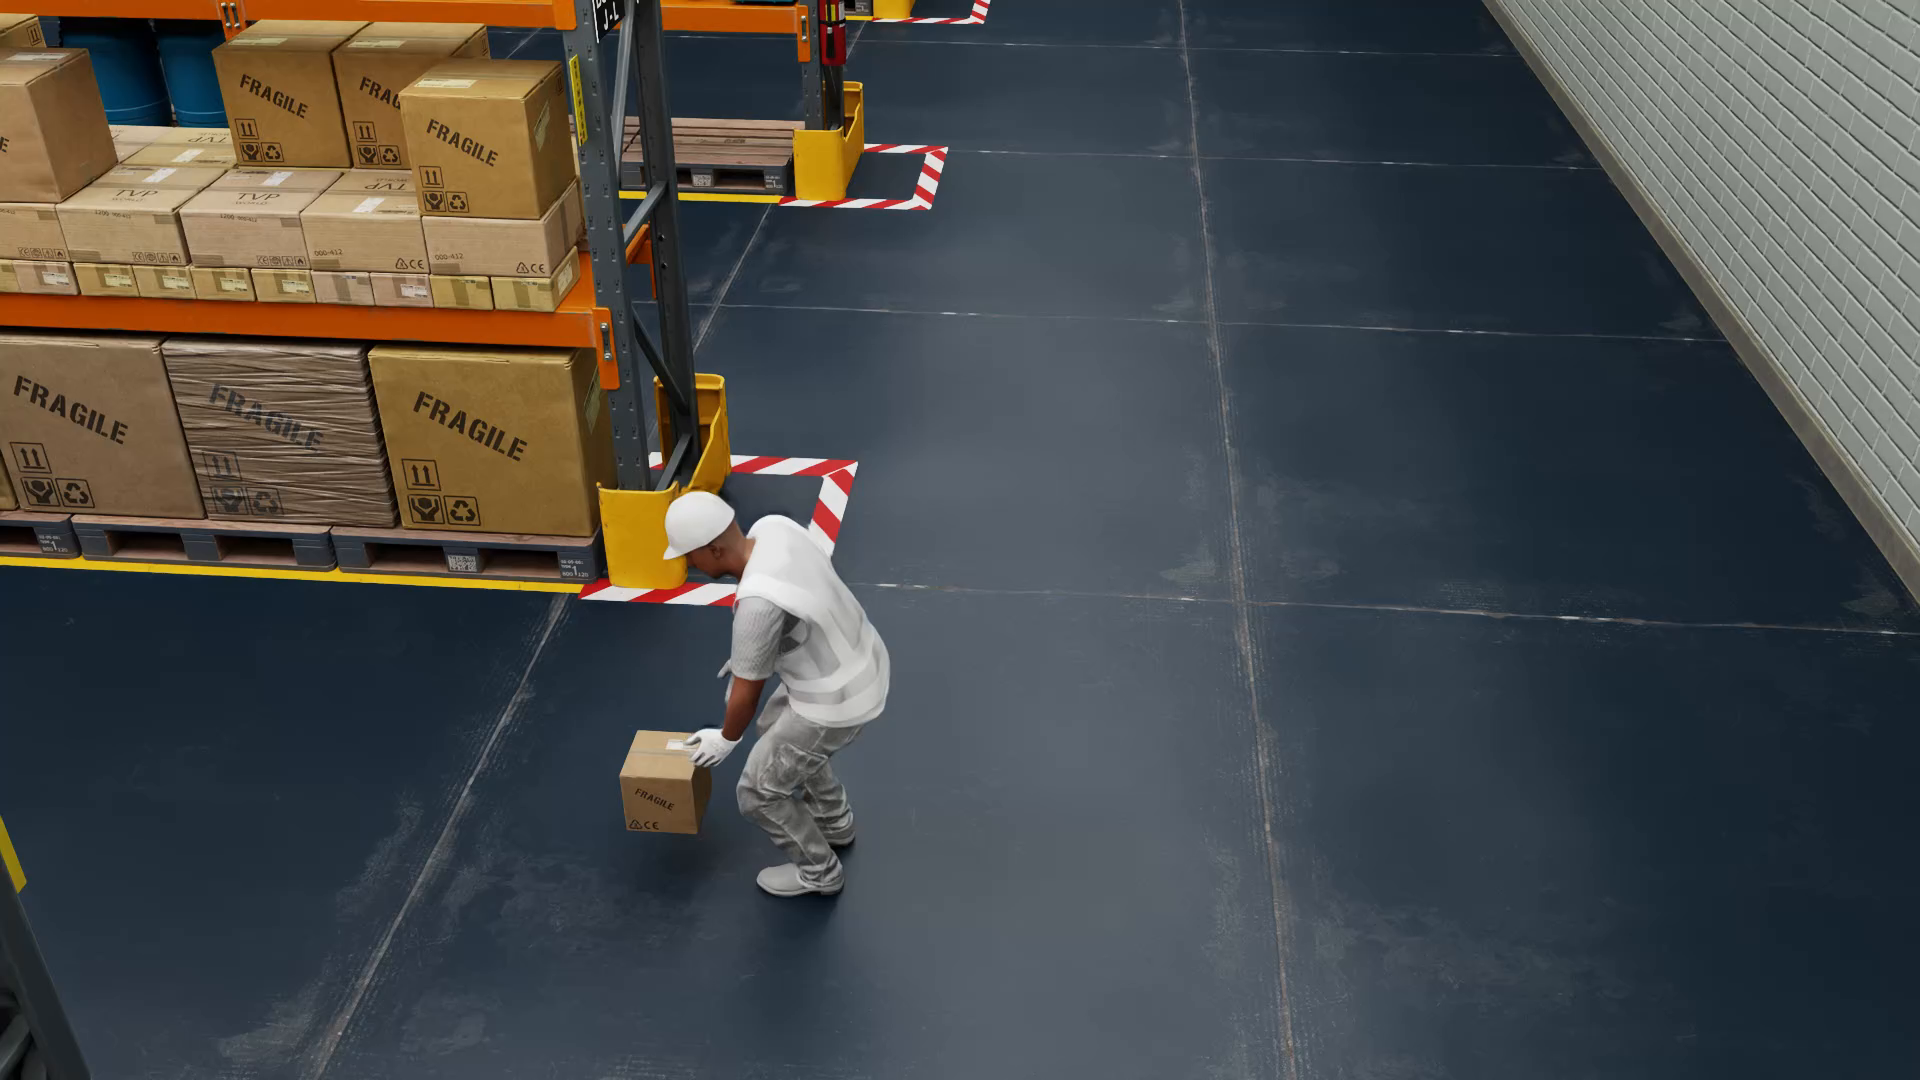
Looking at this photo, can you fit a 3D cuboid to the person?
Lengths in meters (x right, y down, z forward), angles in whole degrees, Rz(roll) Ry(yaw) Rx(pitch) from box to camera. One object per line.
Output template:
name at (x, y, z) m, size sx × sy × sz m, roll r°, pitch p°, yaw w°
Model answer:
person at (-0.585, 0.516, 5.526) m, size 0.696 × 1.526 × 0.608 m, roll 3°, pitch 32°, yaw 4°
